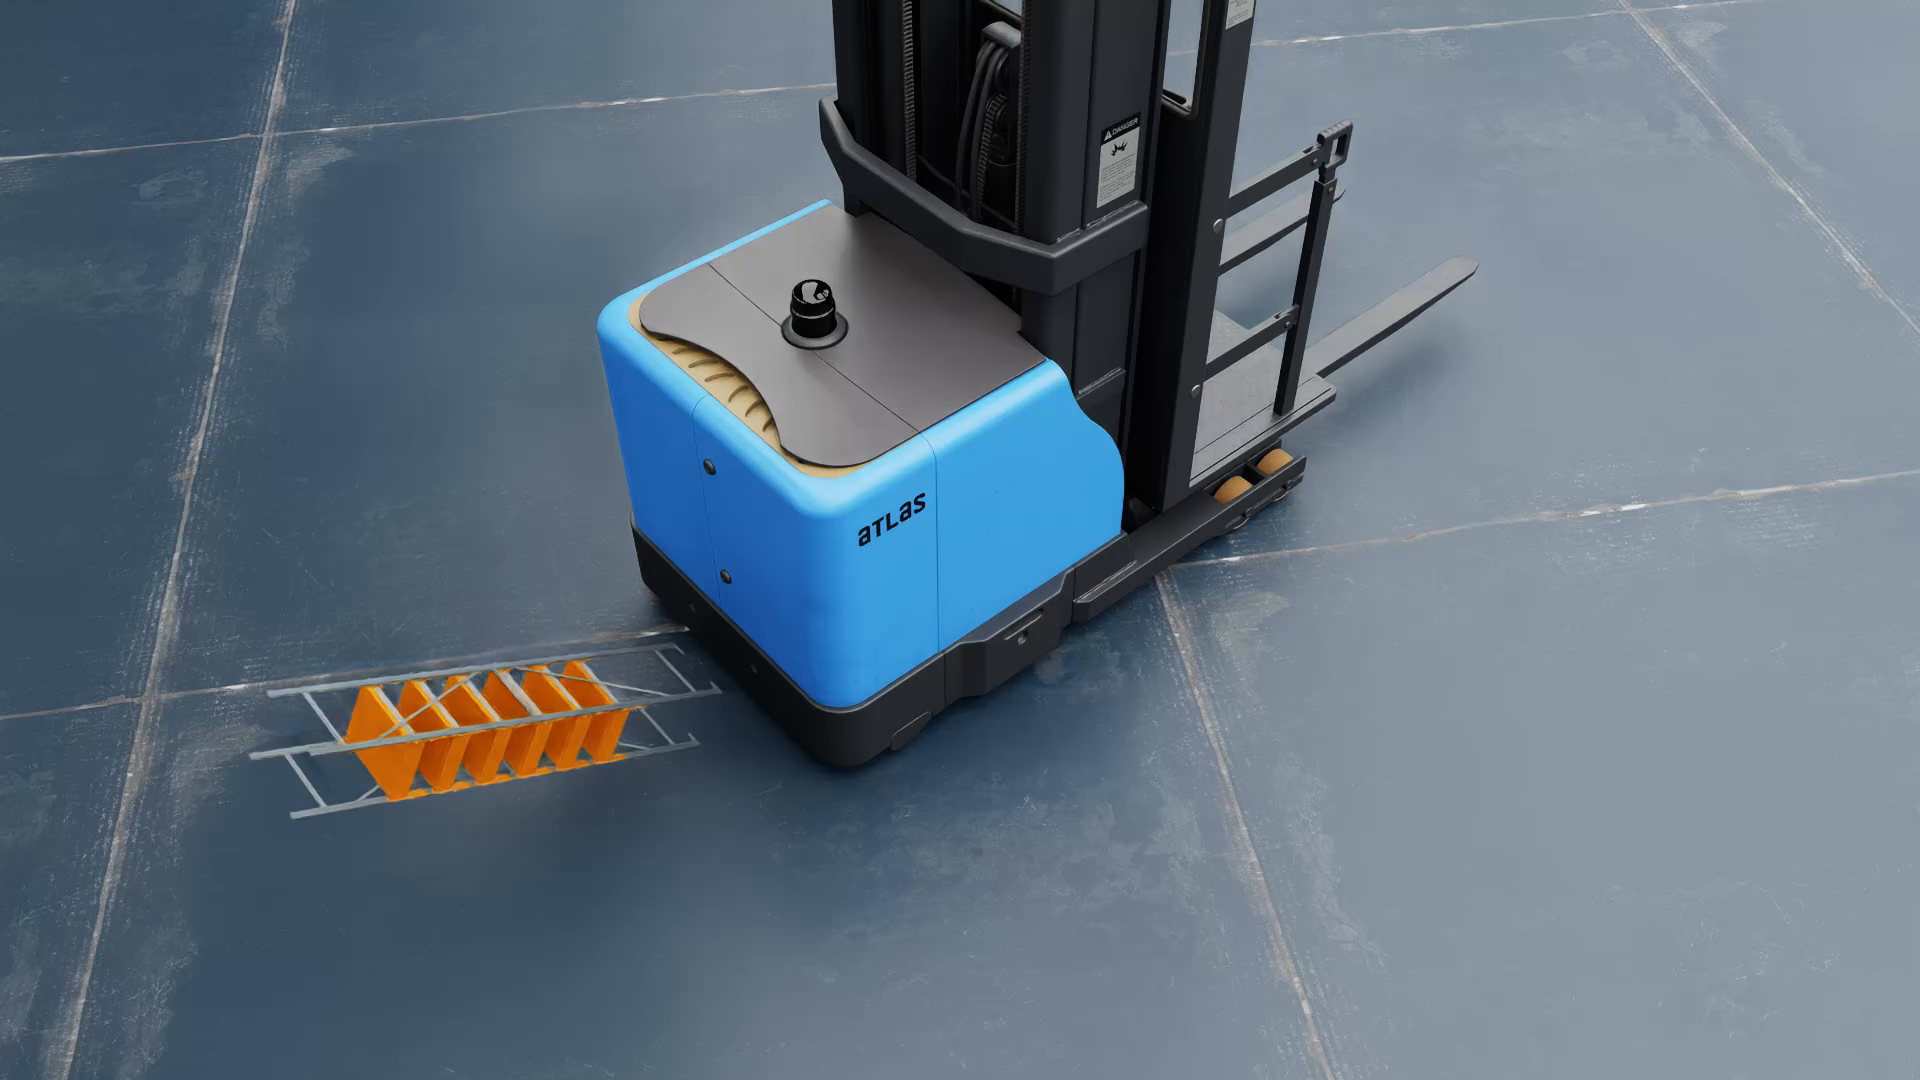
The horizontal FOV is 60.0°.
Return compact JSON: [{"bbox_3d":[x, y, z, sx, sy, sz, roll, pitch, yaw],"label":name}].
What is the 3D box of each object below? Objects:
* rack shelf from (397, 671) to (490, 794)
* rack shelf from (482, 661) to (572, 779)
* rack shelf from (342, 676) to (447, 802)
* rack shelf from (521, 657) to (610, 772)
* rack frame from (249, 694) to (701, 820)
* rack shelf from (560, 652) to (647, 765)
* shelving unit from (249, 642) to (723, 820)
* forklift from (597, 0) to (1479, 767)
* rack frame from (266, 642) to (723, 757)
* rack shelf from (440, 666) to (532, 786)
[{"bbox_3d":[-1.292,0.473,4.110,0.103,0.180,0.258,-4,36,-49],"label":"rack shelf"},{"bbox_3d":[-1.135,0.462,4.292,0.103,0.180,0.258,-4,36,-49],"label":"rack shelf"},{"bbox_3d":[-1.370,0.479,4.019,0.103,0.180,0.258,-4,36,-49],"label":"rack shelf"},{"bbox_3d":[-1.057,0.456,4.382,0.103,0.180,0.258,-4,36,-49],"label":"rack shelf"},{"bbox_3d":[-1.200,0.540,4.293,1.200,0.006,0.240,-4,36,-49],"label":"rack frame"},{"bbox_3d":[-0.978,0.450,4.473,0.103,0.180,0.258,-4,36,-49],"label":"rack shelf"},{"bbox_3d":[-1.164,0.464,4.258,1.200,0.189,0.258,-4,36,-49],"label":"shelving unit"},{"bbox_3d":[0.475,-1.312,4.479,3.031,2.935,1.130,-32,54,-27],"label":"forklift"},{"bbox_3d":[-1.129,0.387,4.222,1.200,0.006,0.240,-4,36,-49],"label":"rack frame"},{"bbox_3d":[-1.213,0.467,4.201,0.103,0.180,0.258,-4,36,-49],"label":"rack shelf"}]
